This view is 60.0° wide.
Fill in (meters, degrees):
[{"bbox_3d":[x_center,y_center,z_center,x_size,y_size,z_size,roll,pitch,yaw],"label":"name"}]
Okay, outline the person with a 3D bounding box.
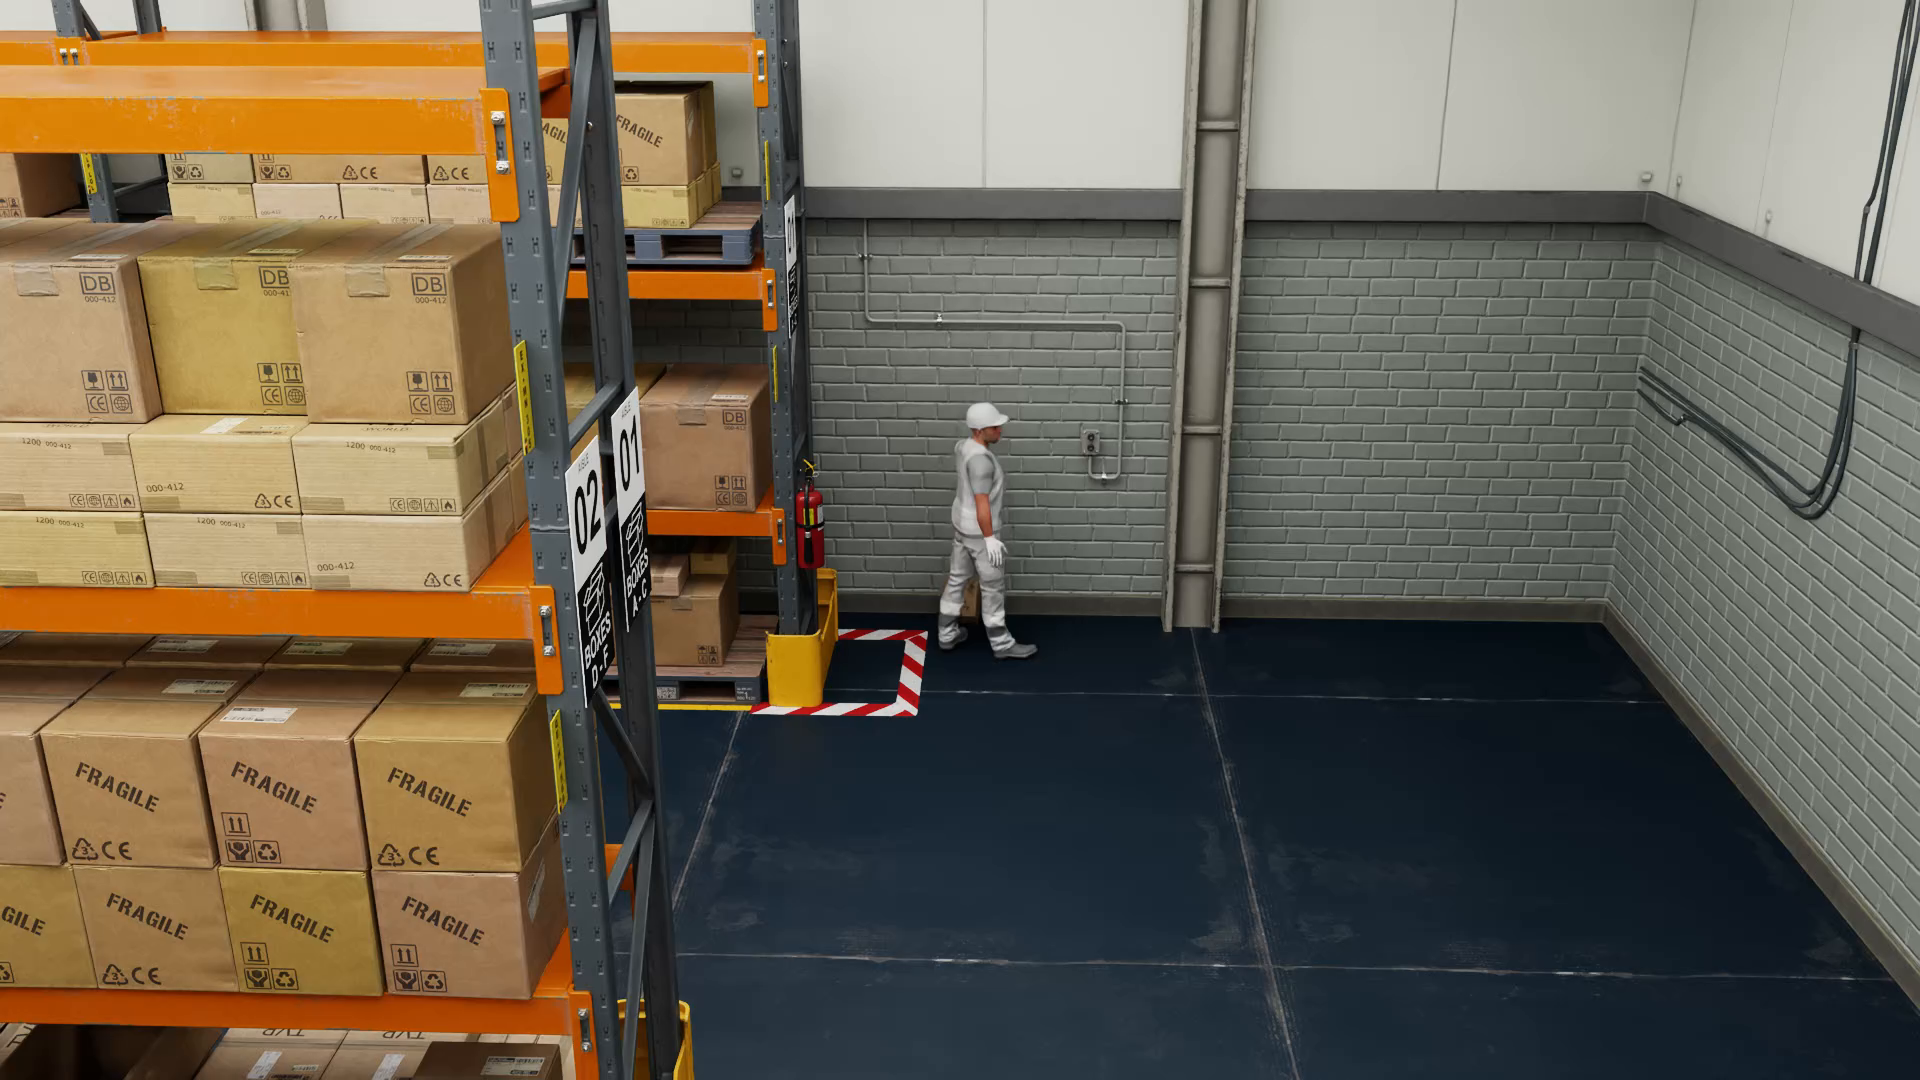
[{"bbox_3d":[0.189,-0.059,11.173,0.628,1.789,0.666,-6,21,-15],"label":"person"}]
